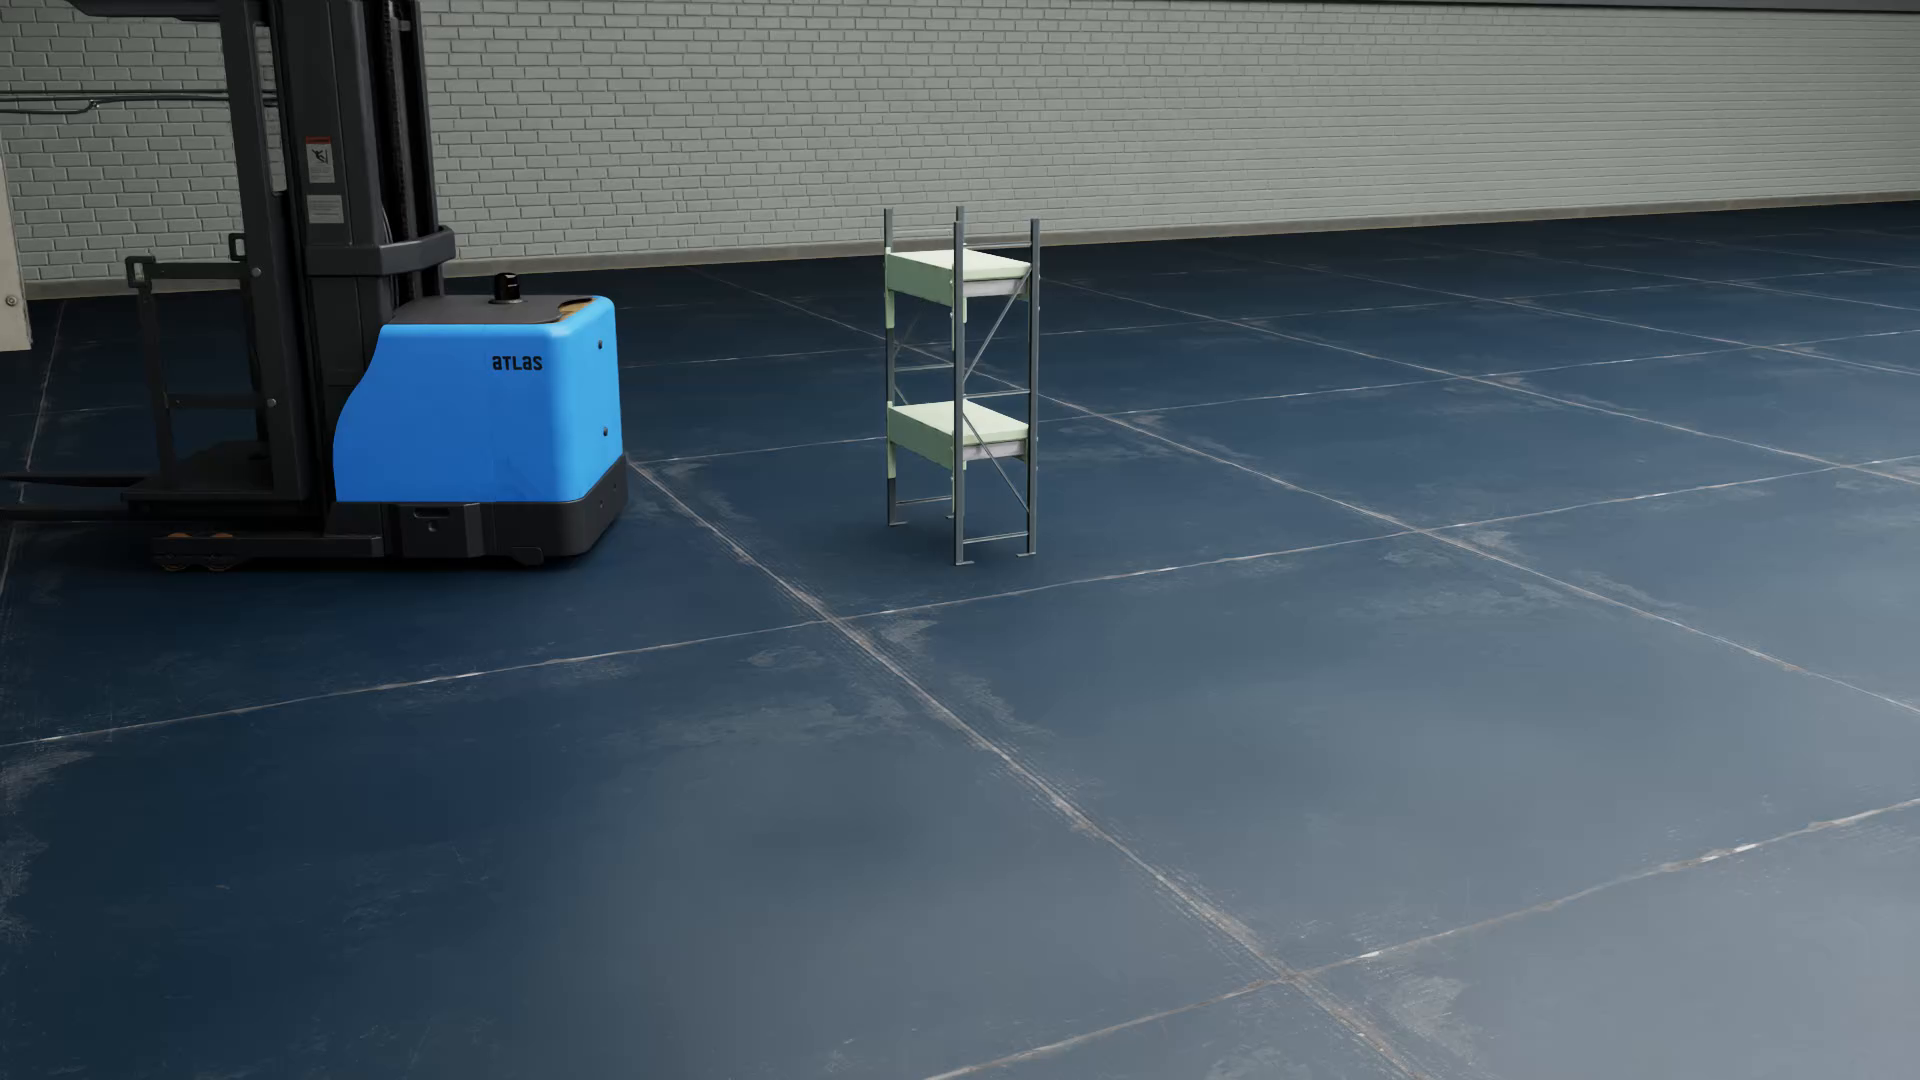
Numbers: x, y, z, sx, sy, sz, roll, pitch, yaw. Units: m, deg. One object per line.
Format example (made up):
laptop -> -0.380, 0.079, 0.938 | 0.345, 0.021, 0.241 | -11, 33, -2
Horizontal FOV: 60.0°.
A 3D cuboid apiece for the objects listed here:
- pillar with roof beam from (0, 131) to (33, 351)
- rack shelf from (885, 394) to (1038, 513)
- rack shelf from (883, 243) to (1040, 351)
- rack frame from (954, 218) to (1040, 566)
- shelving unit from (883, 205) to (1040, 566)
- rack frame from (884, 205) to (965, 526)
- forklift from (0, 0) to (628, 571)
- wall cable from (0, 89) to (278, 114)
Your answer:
pillar with roof beam -> -3.568, -6.356, 13.585 | 9.100, 9.000, 0.400 | -8, 18, -25
rack shelf -> -0.003, -0.409, 7.639 | 0.431, 0.370, 0.720 | -8, 18, -25
rack shelf -> -0.003, -1.098, 7.442 | 0.431, 0.370, 0.720 | -8, 18, -25
rack frame -> 0.157, -0.632, 7.233 | 0.400, 1.500, 0.023 | -8, 18, -25
shelving unit -> -0.003, -0.723, 7.550 | 0.431, 1.500, 0.755 | -8, 18, -25
rack frame -> -0.163, -0.813, 7.866 | 0.400, 1.500, 0.023 | -8, 18, -25
forklift -> -3.147, -1.417, 7.376 | 3.031, 2.935, 1.130 | 0, 16, 1
wall cable -> -7.540, -5.233, 15.303 | 3.097, 2.526, 0.112 | -8, 18, -25
